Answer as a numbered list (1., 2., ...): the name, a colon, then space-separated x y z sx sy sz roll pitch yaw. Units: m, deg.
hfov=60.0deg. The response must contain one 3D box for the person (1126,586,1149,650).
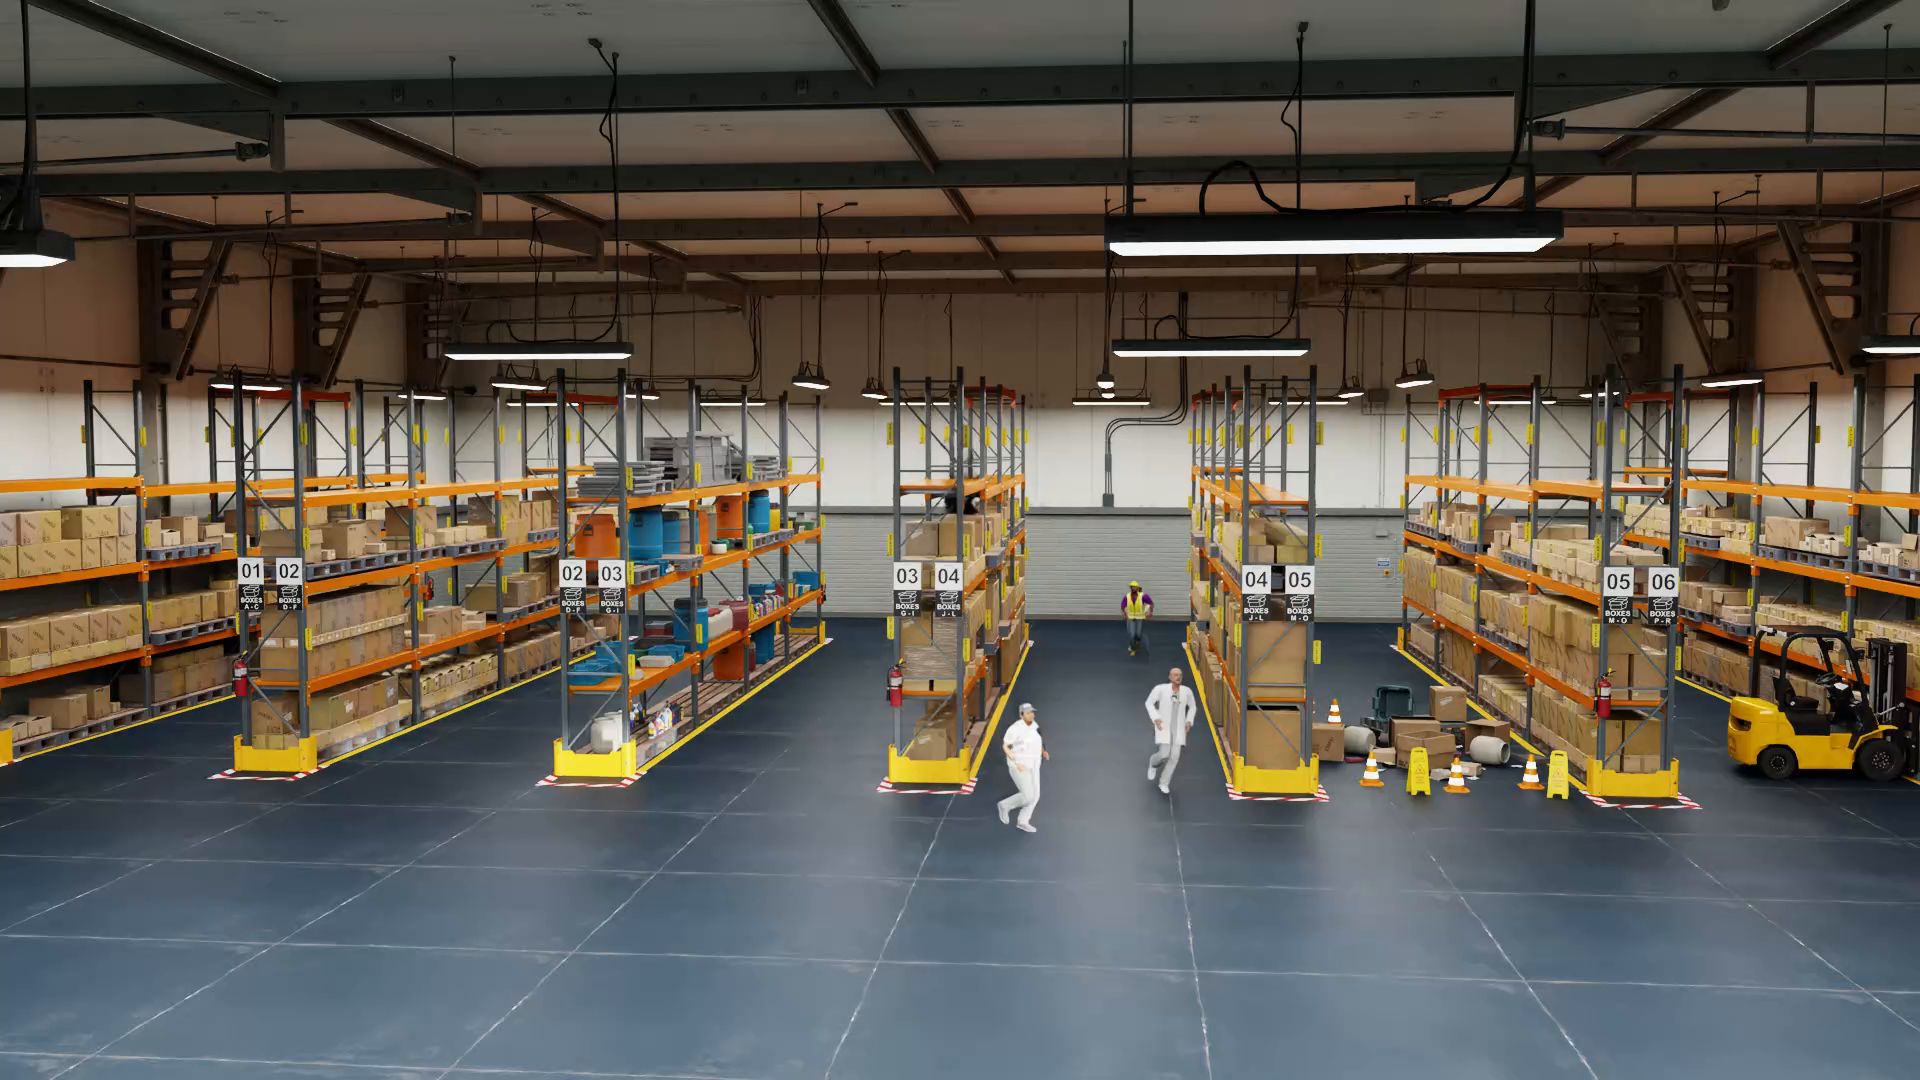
1. person: 4.102 1.818 38.830 0.552 1.550 0.551 2 4 24

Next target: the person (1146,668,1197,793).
1. person: 3.019 2.735 23.640 0.730 1.676 0.564 -1 4 -10

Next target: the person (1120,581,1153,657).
1. person: 4.003 1.799 37.809 0.734 1.722 0.647 1 4 16

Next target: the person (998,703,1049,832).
1. person: 0.831 2.883 21.159 0.588 1.641 0.599 3 5 43
